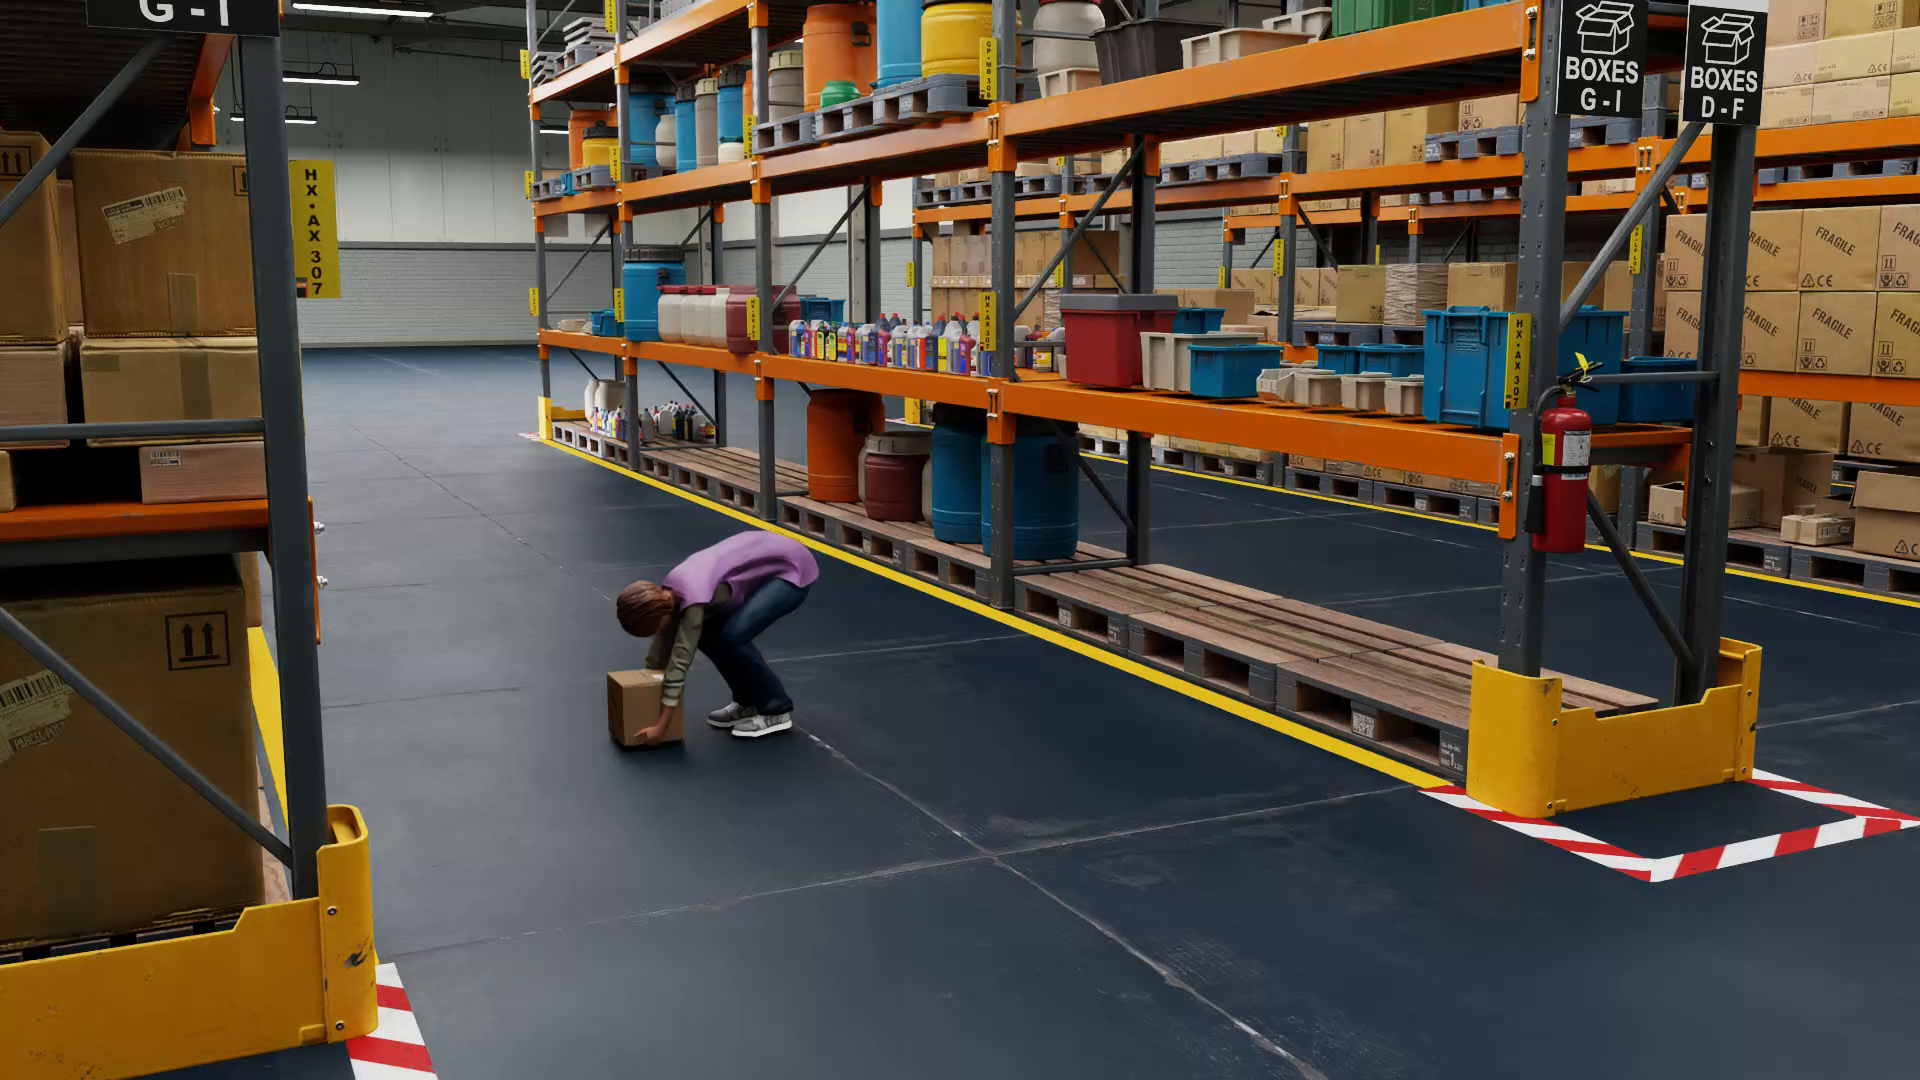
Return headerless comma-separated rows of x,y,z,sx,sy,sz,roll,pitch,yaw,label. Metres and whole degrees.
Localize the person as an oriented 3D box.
-0.988,0.392,6.847,0.856,0.832,0.425,-5,10,-29,person
